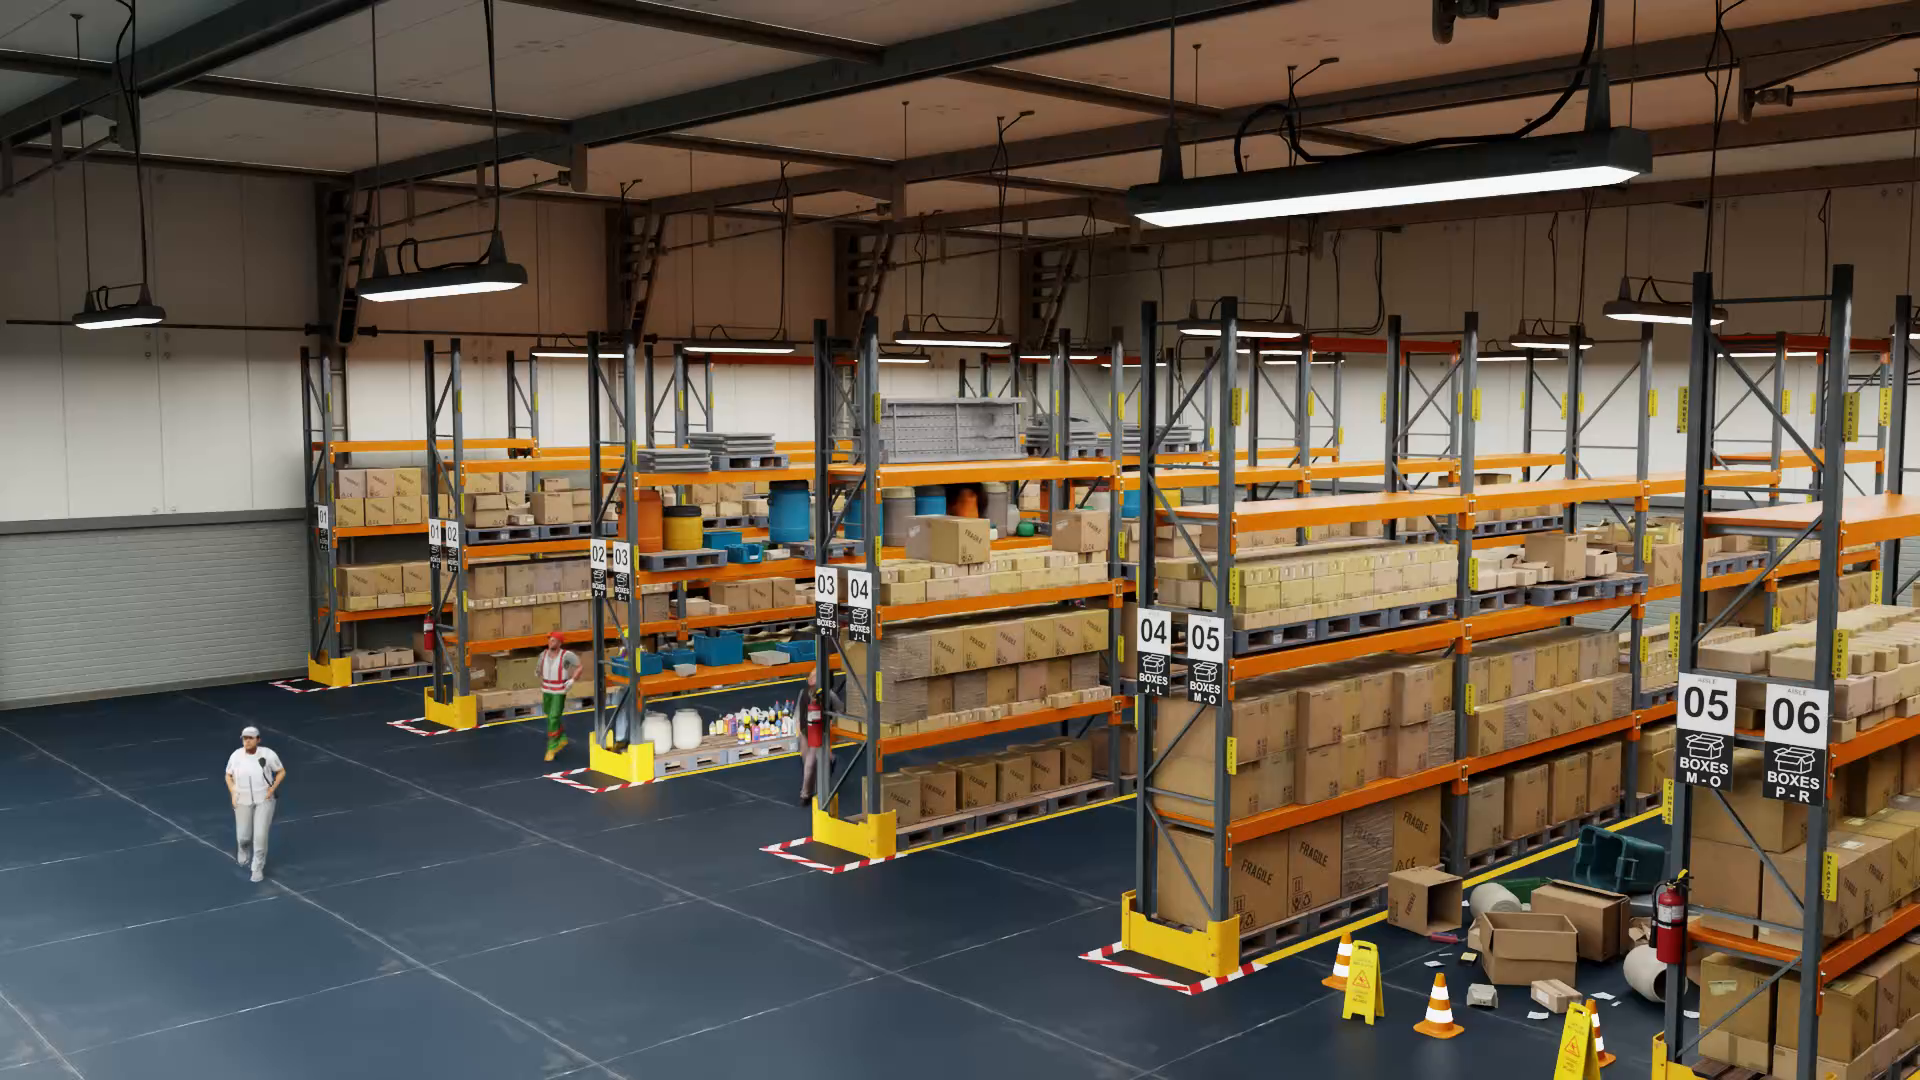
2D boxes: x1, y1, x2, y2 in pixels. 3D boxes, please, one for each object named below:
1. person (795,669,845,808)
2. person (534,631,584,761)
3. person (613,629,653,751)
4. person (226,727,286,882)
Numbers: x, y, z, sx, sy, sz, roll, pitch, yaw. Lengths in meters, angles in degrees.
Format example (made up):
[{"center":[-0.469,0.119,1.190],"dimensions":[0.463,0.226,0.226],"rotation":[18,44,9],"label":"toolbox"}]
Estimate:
[{"center":[-1.820,2.487,21.145],"dimensions":[0.643,1.710,0.996],"rotation":[3,6,32],"label":"person"},{"center":[-5.736,2.209,23.647],"dimensions":[0.657,1.864,0.726],"rotation":[2,5,23],"label":"person"},{"center":[-4.730,2.152,24.226],"dimensions":[0.661,1.763,0.986],"rotation":[4,6,38],"label":"person"},{"center":[-7.540,2.798,17.820],"dimensions":[0.602,1.643,0.601],"rotation":[-1,5,-16],"label":"person"}]
